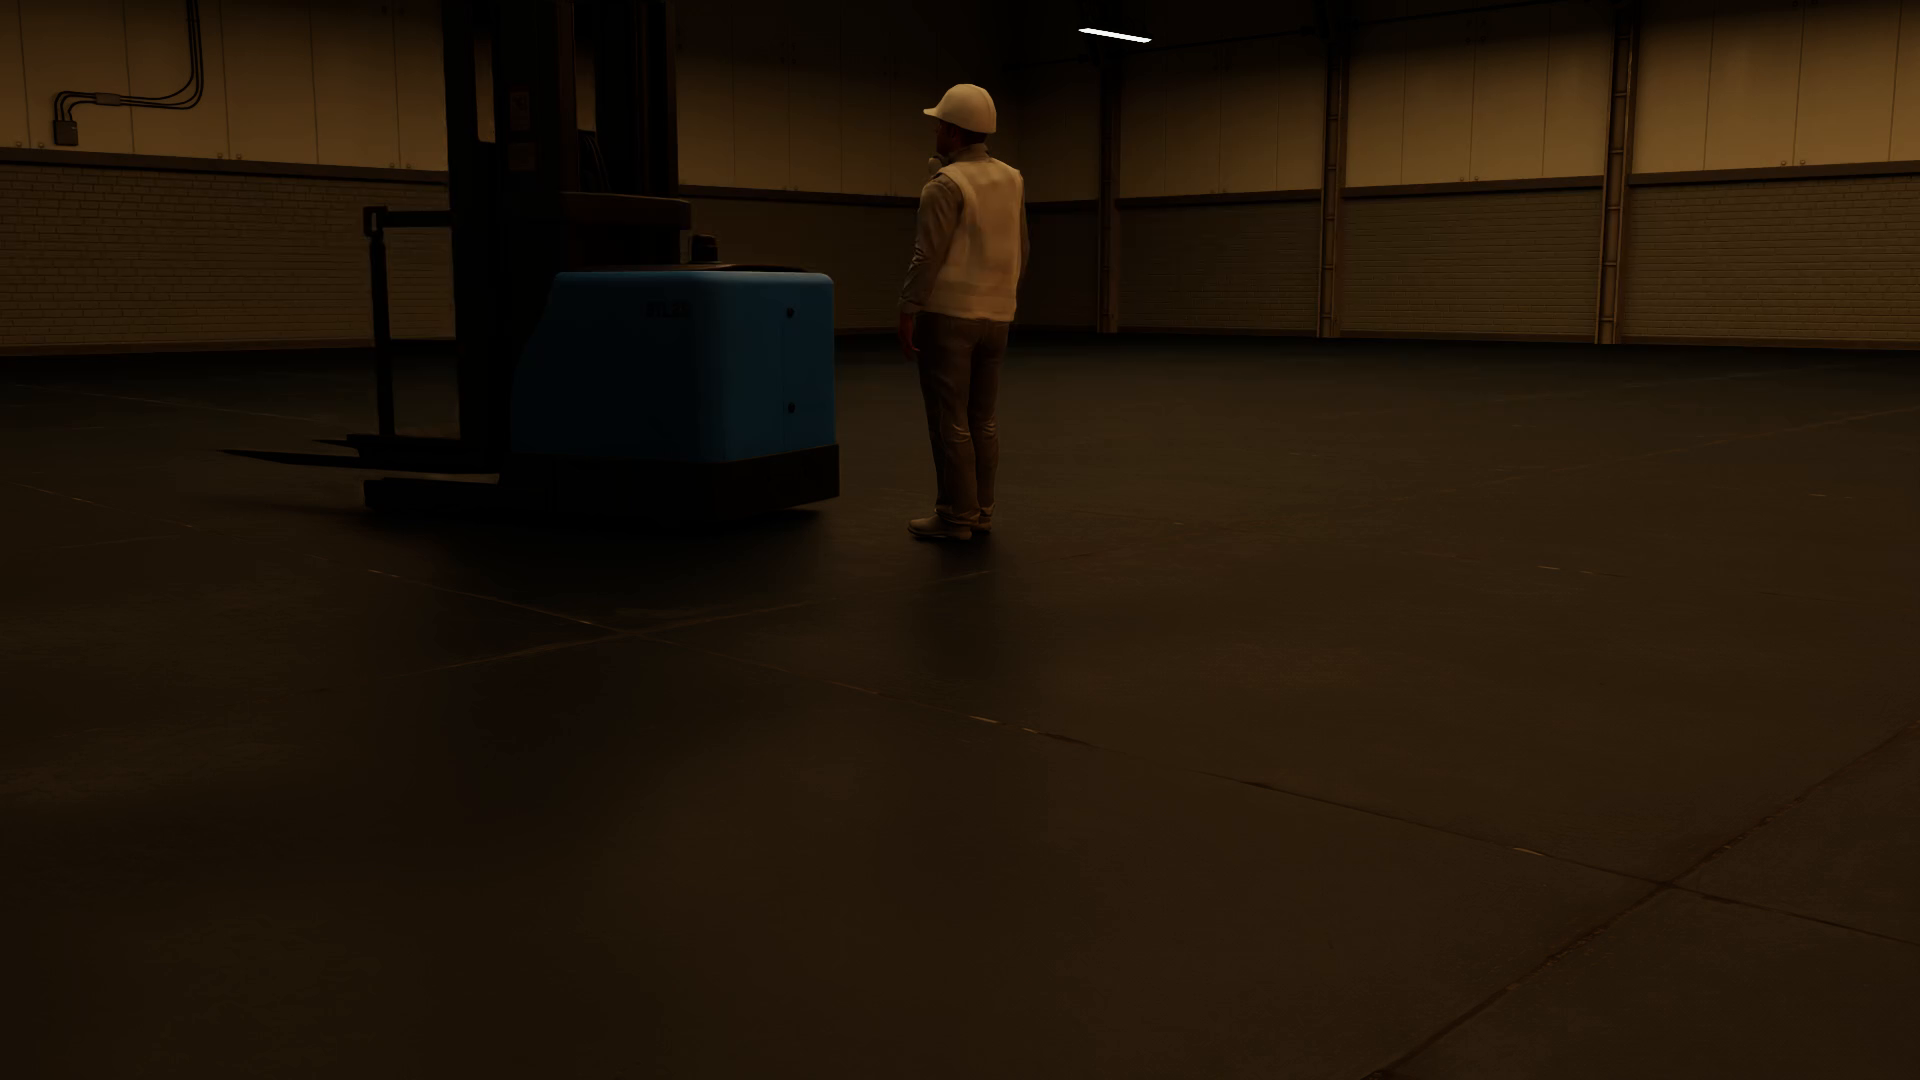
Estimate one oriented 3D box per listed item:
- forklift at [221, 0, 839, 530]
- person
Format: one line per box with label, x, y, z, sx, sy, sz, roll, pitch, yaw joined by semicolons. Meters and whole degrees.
forklift;-2.105;-1.614;7.590;3.031;2.935;1.130;4;9;25
person;-0.040;-0.892;6.632;0.568;1.774;0.633;8;12;43
